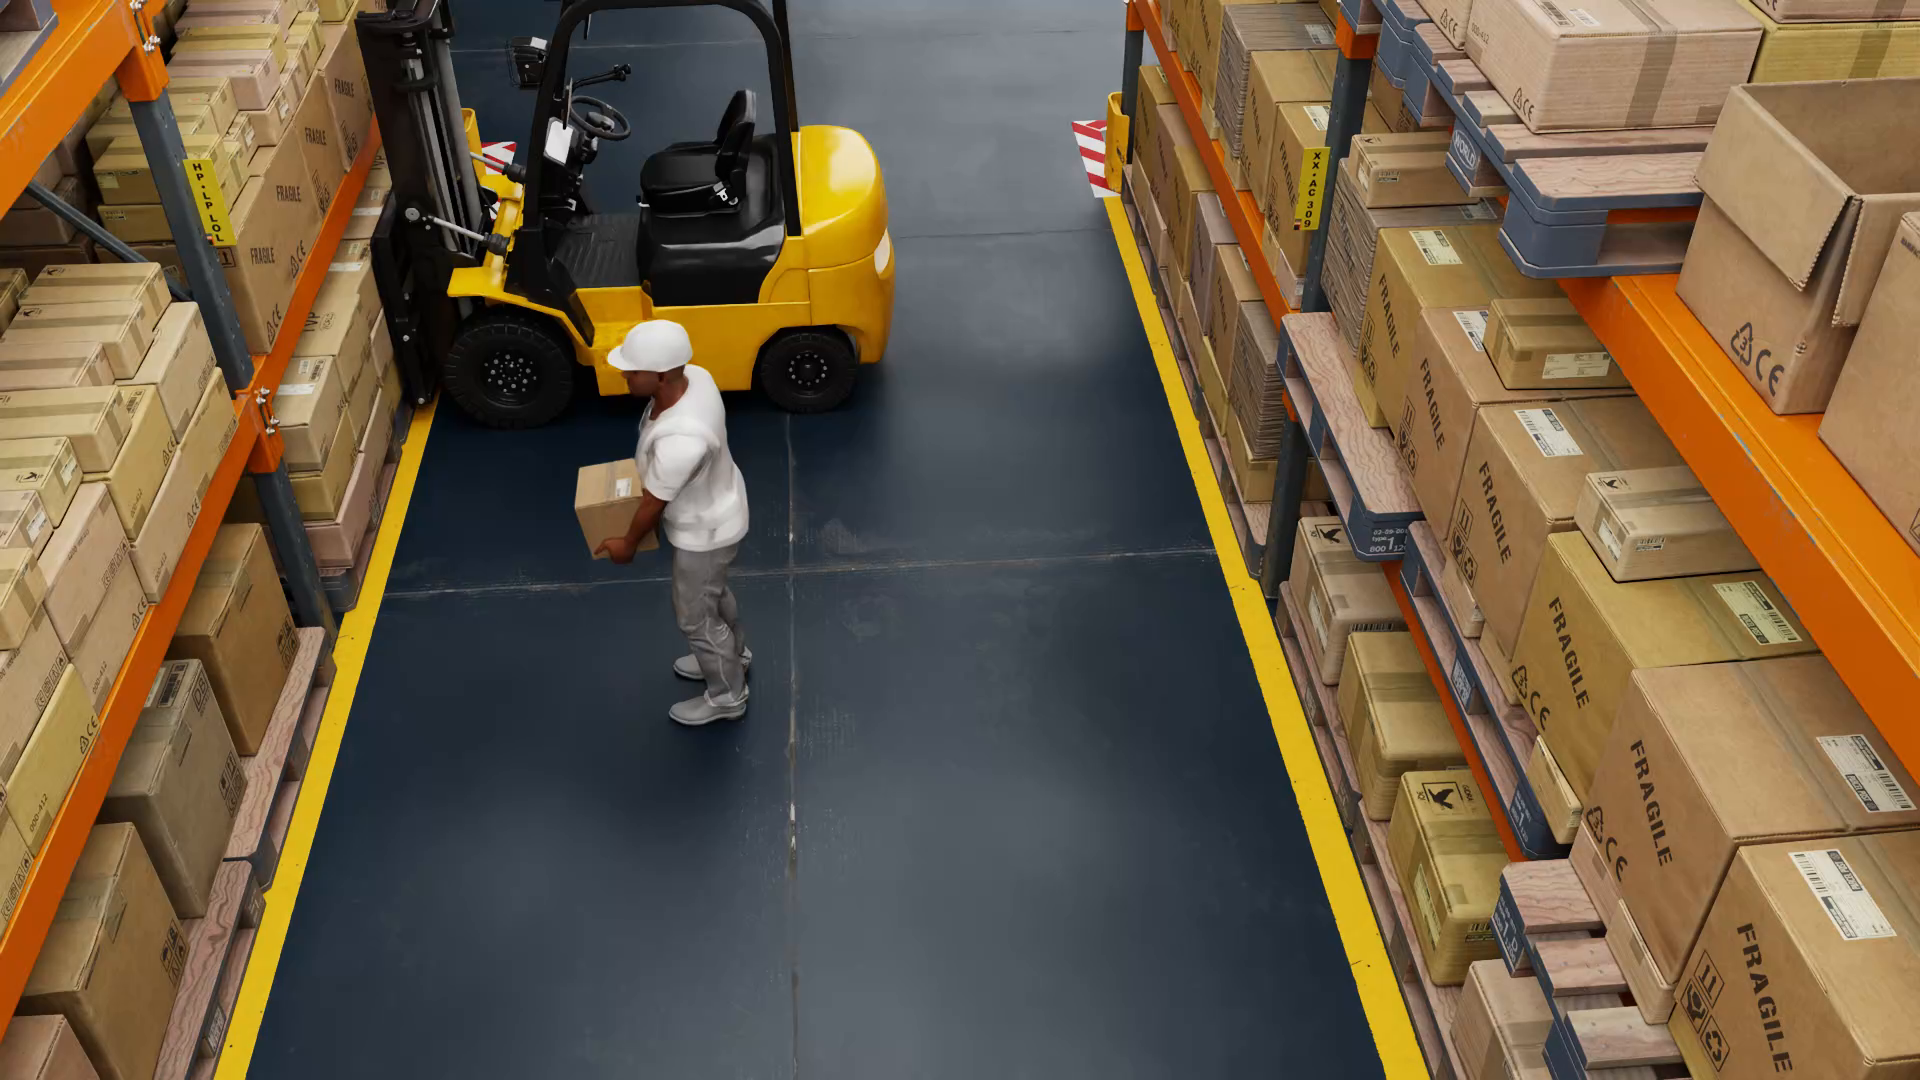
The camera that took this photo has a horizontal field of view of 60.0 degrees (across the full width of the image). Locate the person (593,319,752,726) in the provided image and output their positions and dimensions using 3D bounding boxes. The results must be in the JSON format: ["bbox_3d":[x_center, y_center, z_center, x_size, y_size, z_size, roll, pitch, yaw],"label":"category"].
[{"bbox_3d":[-1.073,-0.054,6.210,0.575,1.756,0.505,-4,39,-5],"label":"person"}]
